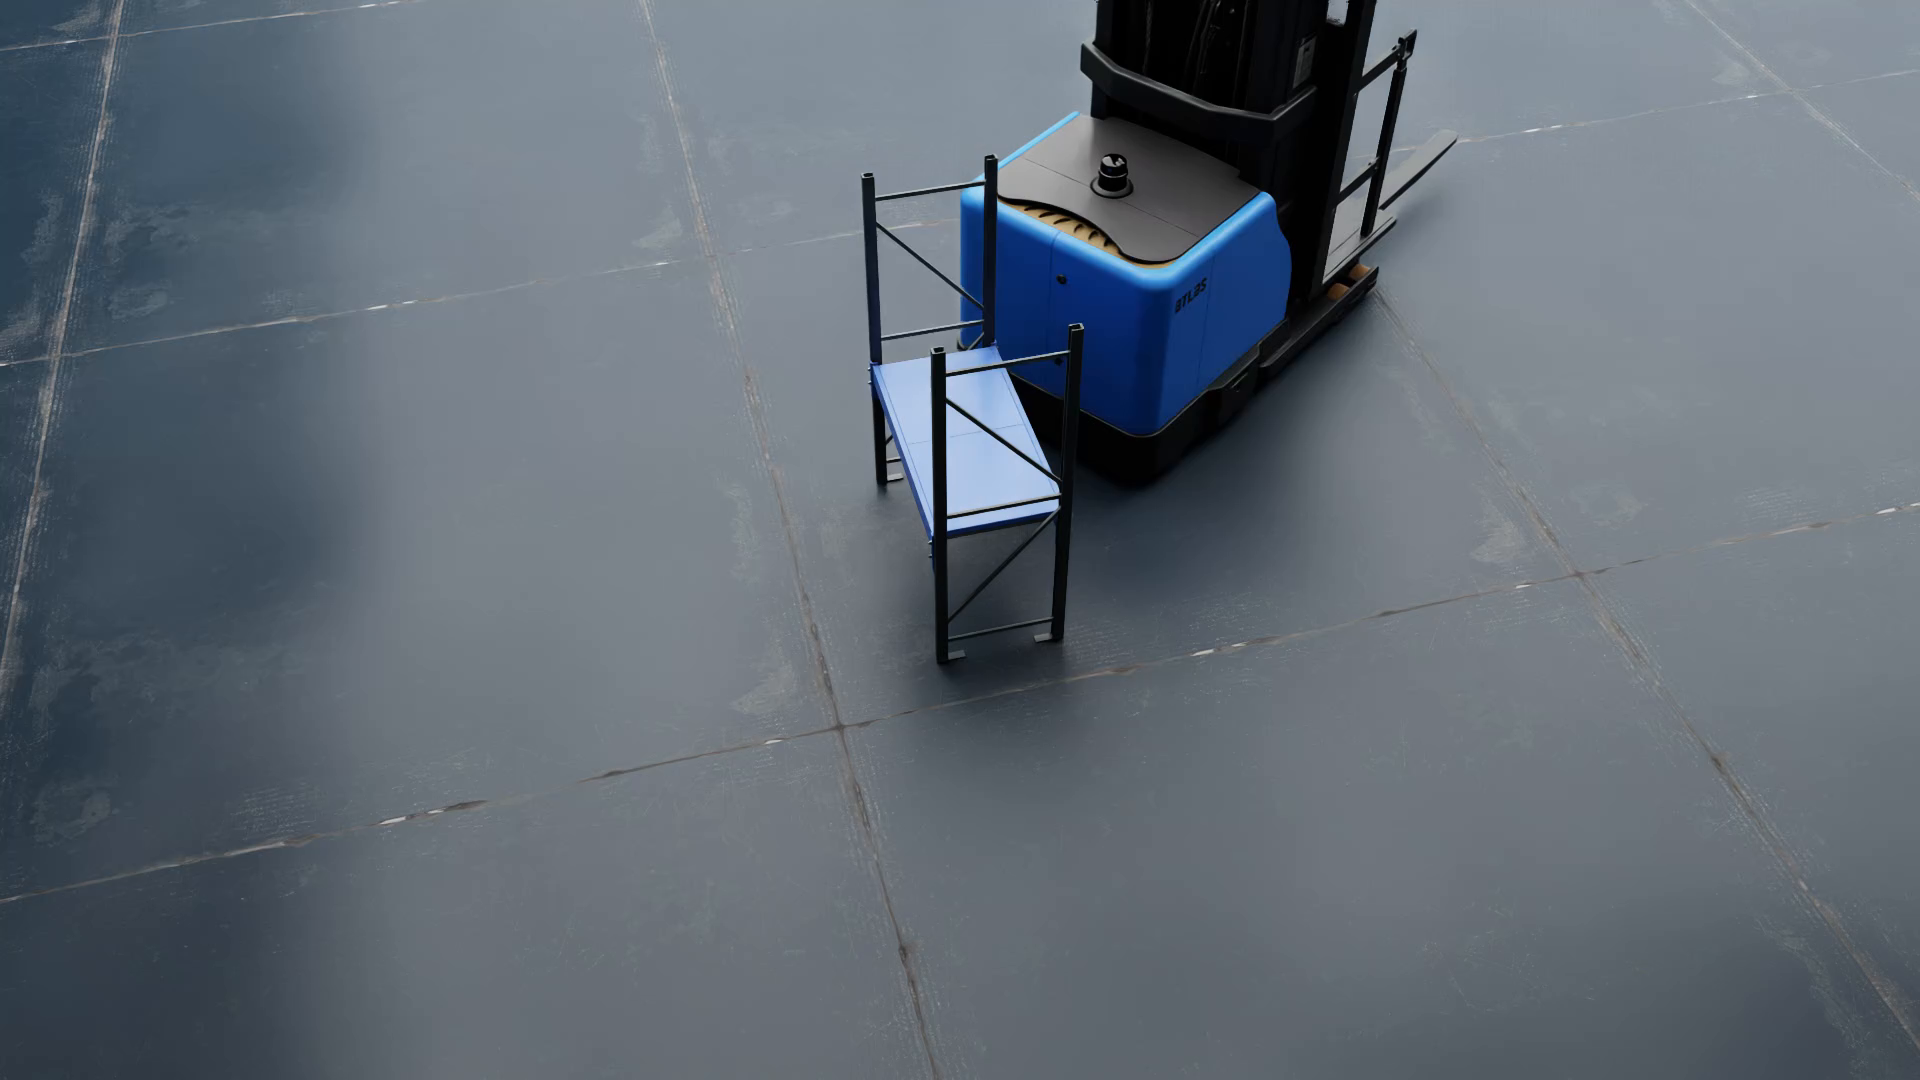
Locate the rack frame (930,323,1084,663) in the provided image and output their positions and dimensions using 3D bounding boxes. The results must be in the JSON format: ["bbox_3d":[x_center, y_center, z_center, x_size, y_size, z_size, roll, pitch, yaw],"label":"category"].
[{"bbox_3d":[0.152,-0.115,5.813,0.500,1.500,0.032,-11,47,-10],"label":"rack frame"}]

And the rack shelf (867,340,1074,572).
[{"bbox_3d":[0.022,-0.340,6.285,0.538,0.185,1.000,-11,47,-10],"label":"rack shelf"}]

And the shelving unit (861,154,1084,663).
[{"bbox_3d":[0.022,-0.466,6.157,0.538,1.500,1.048,-11,47,-10],"label":"shelving unit"}]

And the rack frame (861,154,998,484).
[{"bbox_3d":[-0.108,-0.817,6.501,0.500,1.500,0.032,-11,47,-10],"label":"rack frame"}]

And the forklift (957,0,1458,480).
[{"bbox_3d":[1.315,-2.261,6.914,1.130,2.935,3.031,31,53,27],"label":"forklift"}]
